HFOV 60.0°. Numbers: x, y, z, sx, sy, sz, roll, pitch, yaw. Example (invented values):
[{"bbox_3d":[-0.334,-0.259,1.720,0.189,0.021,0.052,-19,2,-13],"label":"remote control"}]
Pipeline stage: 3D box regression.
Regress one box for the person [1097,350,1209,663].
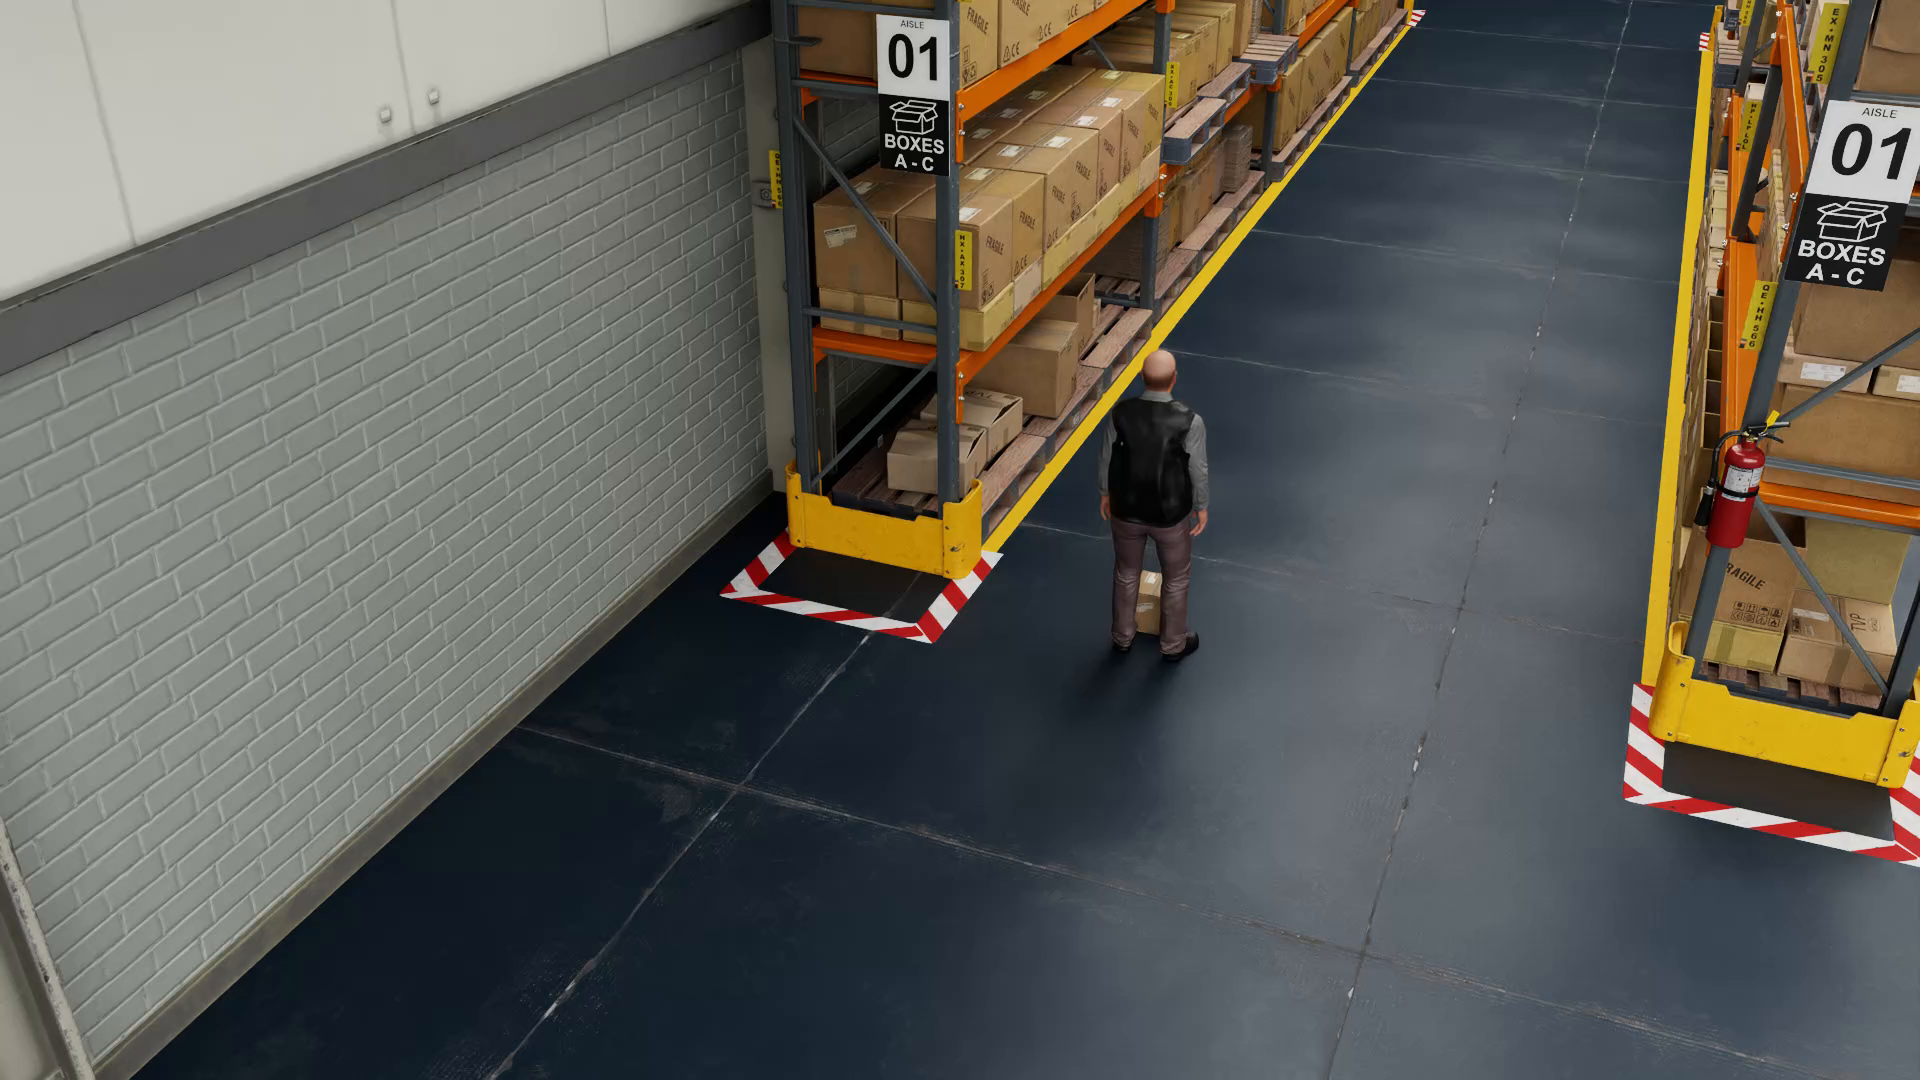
[{"bbox_3d":[0.998,-0.156,8.700,0.588,1.721,0.411,10,31,18],"label":"person"}]
